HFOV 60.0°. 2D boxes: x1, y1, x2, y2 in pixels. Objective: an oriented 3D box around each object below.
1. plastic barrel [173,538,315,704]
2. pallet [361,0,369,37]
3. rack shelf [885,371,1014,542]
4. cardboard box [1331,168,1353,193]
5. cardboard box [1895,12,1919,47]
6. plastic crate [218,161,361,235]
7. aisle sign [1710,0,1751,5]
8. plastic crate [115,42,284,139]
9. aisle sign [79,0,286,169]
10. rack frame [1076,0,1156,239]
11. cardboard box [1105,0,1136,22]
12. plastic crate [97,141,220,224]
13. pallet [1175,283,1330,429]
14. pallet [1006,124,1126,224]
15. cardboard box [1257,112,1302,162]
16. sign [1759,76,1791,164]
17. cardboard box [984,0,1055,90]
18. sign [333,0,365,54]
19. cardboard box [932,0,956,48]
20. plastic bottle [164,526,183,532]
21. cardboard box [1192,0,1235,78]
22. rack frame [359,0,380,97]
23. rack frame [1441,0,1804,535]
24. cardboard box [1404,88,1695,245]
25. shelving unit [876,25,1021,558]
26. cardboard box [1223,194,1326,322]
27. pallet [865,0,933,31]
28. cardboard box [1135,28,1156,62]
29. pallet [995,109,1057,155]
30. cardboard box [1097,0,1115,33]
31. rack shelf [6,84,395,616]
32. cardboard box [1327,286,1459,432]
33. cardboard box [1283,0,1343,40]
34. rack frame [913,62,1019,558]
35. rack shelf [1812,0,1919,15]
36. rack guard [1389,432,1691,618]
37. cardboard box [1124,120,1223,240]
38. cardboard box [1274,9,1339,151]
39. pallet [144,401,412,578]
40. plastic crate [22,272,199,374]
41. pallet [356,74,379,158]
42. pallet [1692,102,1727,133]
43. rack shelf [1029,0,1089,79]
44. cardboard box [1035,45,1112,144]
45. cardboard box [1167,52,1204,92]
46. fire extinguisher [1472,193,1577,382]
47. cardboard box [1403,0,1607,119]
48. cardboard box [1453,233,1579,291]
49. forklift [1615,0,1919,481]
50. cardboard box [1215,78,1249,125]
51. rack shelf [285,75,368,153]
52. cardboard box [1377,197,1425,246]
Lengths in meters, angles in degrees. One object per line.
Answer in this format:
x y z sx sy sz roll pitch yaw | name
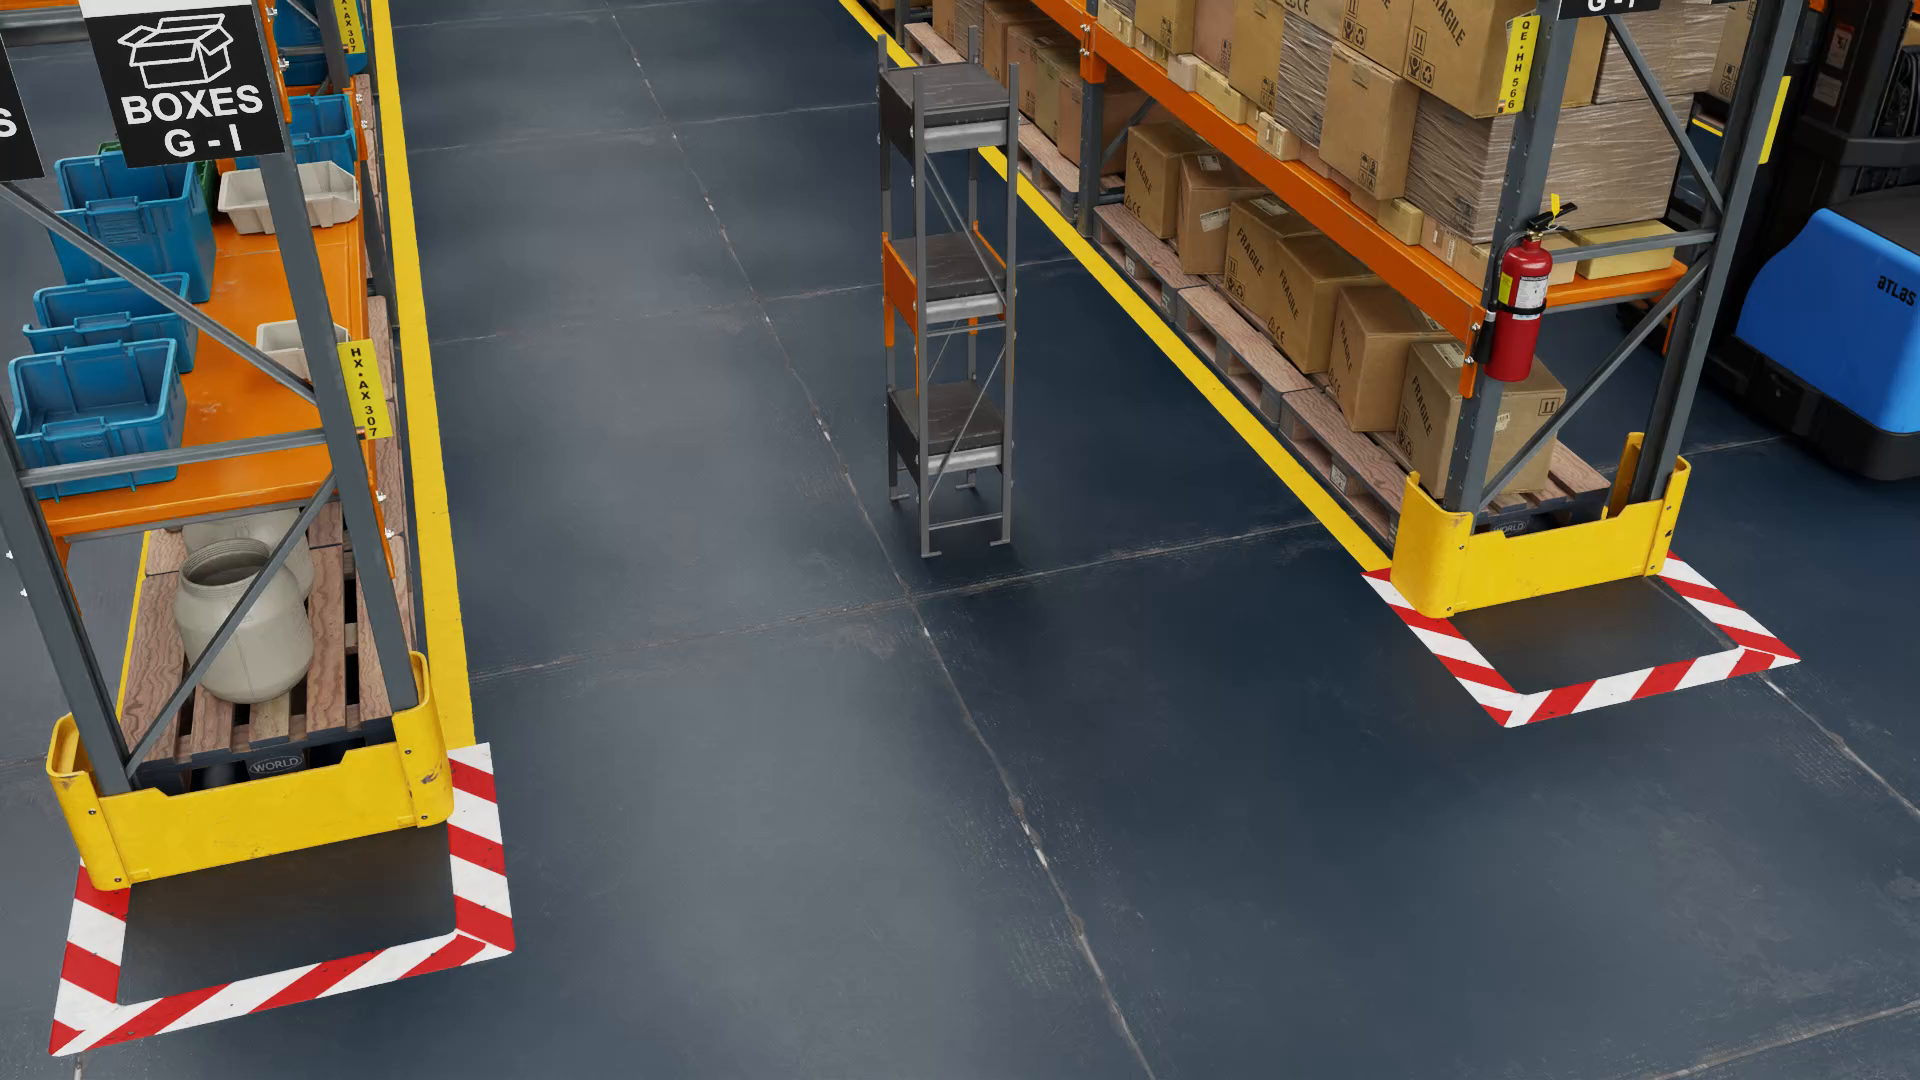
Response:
-2.569 0.291 5.964 0.421 0.512 0.421 0 33 0 | plastic barrel
-5.385 -4.322 13.599 1.003 0.211 1.213 -10 35 -15 | pallet
-0.050 -0.368 7.196 0.431 0.518 0.480 -10 35 -15 | rack shelf
1.838 -1.608 7.190 0.380 0.149 0.250 -10 35 -15 | cardboard box
6.081 -2.900 10.464 0.875 0.875 0.875 -9 35 -14 | cardboard box
-2.779 -1.419 6.916 0.530 0.136 0.437 -10 35 -15 | plastic crate
2.726 -2.174 5.461 0.394 0.787 0.004 -10 35 -15 | aisle sign
-3.477 -2.017 7.637 0.767 0.338 0.504 -10 35 -15 | plastic crate
-1.995 -1.335 4.191 0.394 0.787 0.004 -10 35 -15 | aisle sign
1.201 -3.172 9.329 1.000 3.000 0.127 -10 35 -15 | rack frame
1.279 -3.091 8.846 0.875 0.500 0.500 -10 35 -15 | cardboard box
-3.371 -1.490 6.977 0.450 0.188 0.662 -10 35 -15 | plastic crate
1.815 -1.020 8.602 1.003 0.211 1.213 -10 35 -15 | pallet
0.962 -2.417 10.716 1.003 0.211 1.213 -10 35 -15 | pallet
1.580 -1.852 7.559 0.380 0.149 0.250 -10 35 -15 | cardboard box
2.938 -1.524 6.051 0.100 0.325 0.005 -10 35 -15 | sign
0.565 -3.479 11.662 0.700 0.500 0.500 -7 34 -11 | cardboard box
-2.989 -2.541 8.124 0.100 0.325 0.005 -10 35 -15 | sign
0.204 -4.064 12.548 0.700 0.500 0.500 -12 35 -17 | cardboard box
-3.274 -0.145 6.888 0.097 0.201 0.097 0 33 0 | plastic bottle
1.647 -2.577 8.068 0.875 0.500 0.500 -10 35 -15 | cardboard box
-4.736 -4.439 11.247 1.000 3.000 0.127 -10 35 -15 | rack frame
2.421 -1.072 6.151 1.000 3.000 0.127 -10 35 -15 | rack frame
2.279 -1.531 6.485 0.875 0.500 0.500 -10 35 -15 | cardboard box
-0.050 -0.963 6.803 0.431 2.100 0.503 -10 35 -15 | shelving unit
1.731 -1.475 8.648 0.500 0.500 0.500 -13 36 -19 | cardboard box
-0.188 -4.535 13.922 1.003 0.211 1.213 -10 35 -15 | pallet
1.147 -2.643 8.757 0.380 0.149 0.250 -10 35 -15 | cardboard box
0.586 -3.059 11.687 1.003 0.211 1.213 -10 35 -15 | pallet
0.980 -2.904 9.151 0.380 0.149 0.250 -10 35 -15 | cardboard box
-2.906 -0.989 6.678 1.077 0.370 4.000 -10 35 -15 | rack shelf
2.032 -0.843 7.691 0.500 0.500 0.500 -1 33 -2 | cardboard box
1.710 -2.426 6.934 0.500 0.500 0.500 -10 35 -15 | cardboard box
0.024 -0.835 6.609 0.400 2.100 0.015 -10 35 -15 | rack frame
6.565 -2.603 9.120 1.077 0.370 4.000 -10 35 -15 | rack shelf
2.398 -0.069 6.900 1.175 0.500 0.348 -10 35 -15 | rack guard
1.285 -2.087 9.574 0.500 0.500 0.500 -11 35 -16 | cardboard box
1.901 -2.043 7.260 0.875 0.500 0.500 -10 35 -15 | cardboard box
-2.975 -0.174 7.322 1.003 0.211 1.213 -10 35 -15 | pallet
-2.926 -0.731 5.770 0.499 0.251 0.408 -10 35 -15 | plastic crate
-4.537 -2.862 11.390 1.003 0.211 1.213 -10 35 -15 | pallet
5.648 -3.182 11.874 1.003 0.211 1.213 -10 35 -15 | pallet
0.591 -3.922 11.117 1.077 0.370 4.000 -10 35 -15 | rack shelf
0.907 -2.892 10.774 0.700 0.500 0.500 -10 35 -15 | cardboard box
1.269 -2.376 8.352 0.380 0.149 0.250 -10 35 -15 | cardboard box
2.017 -0.902 5.964 0.296 0.674 0.183 -10 35 -15 | fire extinguisher
2.018 -1.902 6.140 0.500 0.500 0.500 -10 35 -15 | cardboard box
2.138 -1.082 6.394 0.380 0.149 0.250 -10 35 -15 | cardboard box
4.186 -2.299 8.070 1.130 2.935 3.031 -10 35 -14 | forklift
1.450 -2.118 7.963 0.380 0.149 0.250 -10 35 -15 | cardboard box
-4.126 -3.089 9.856 1.077 0.370 4.000 -10 35 -15 | rack shelf
1.937 -1.336 6.778 0.380 0.149 0.250 -10 35 -15 | cardboard box
